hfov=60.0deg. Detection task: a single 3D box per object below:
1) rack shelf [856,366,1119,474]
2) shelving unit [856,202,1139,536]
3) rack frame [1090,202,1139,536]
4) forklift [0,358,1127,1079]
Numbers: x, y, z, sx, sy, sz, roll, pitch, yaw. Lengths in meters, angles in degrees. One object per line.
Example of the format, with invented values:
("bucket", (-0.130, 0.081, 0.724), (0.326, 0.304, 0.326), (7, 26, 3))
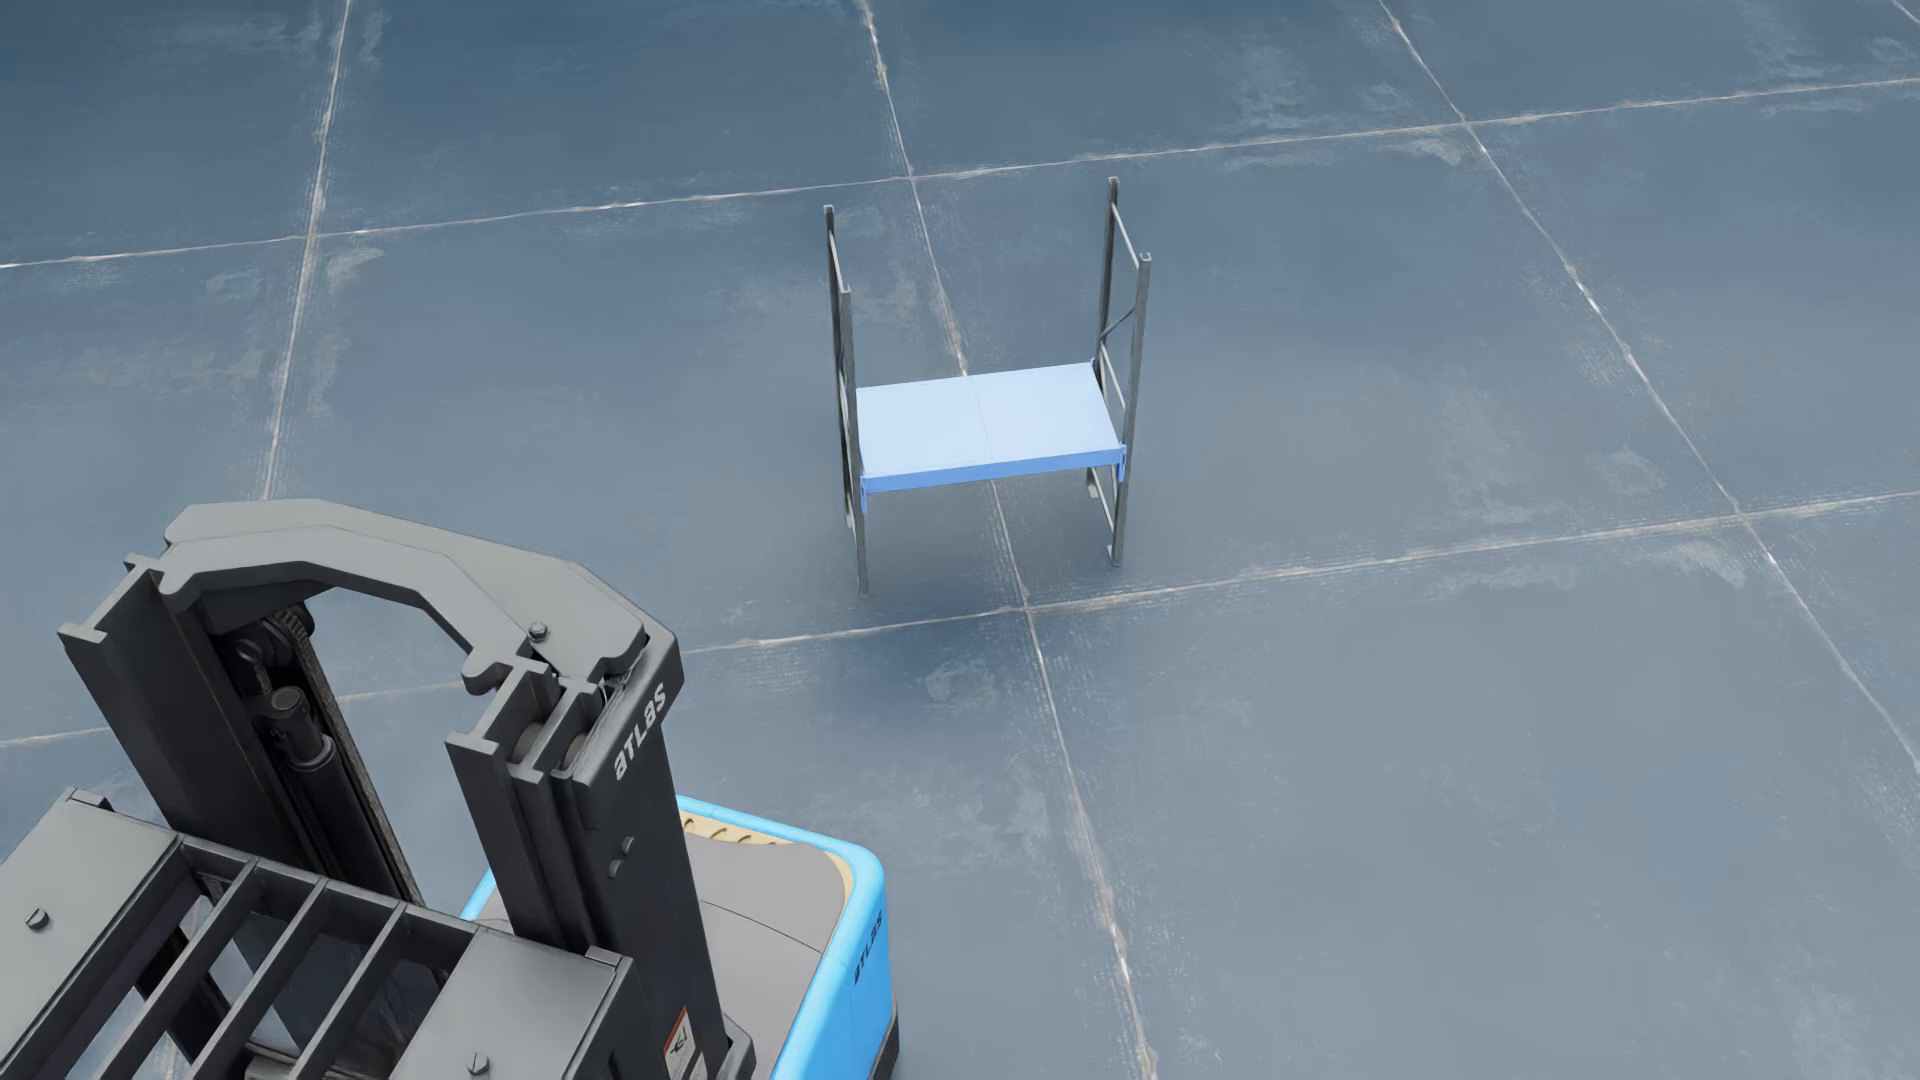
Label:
("rack shelf", (0.084, -0.440, 6.314), (0.952, 0.062, 0.459), (-7, 46, -7))
("shelving unit", (0.103, -0.534, 6.223), (0.991, 1.308, 0.475), (-7, 46, -7))
("rack frame", (0.585, -0.594, 6.281), (0.013, 1.308, 0.475), (-7, 46, -7))
("forklift", (-6.619, 2.853, 1.503), (10.324, 3.598, 15.967), (13, 48, 12))
